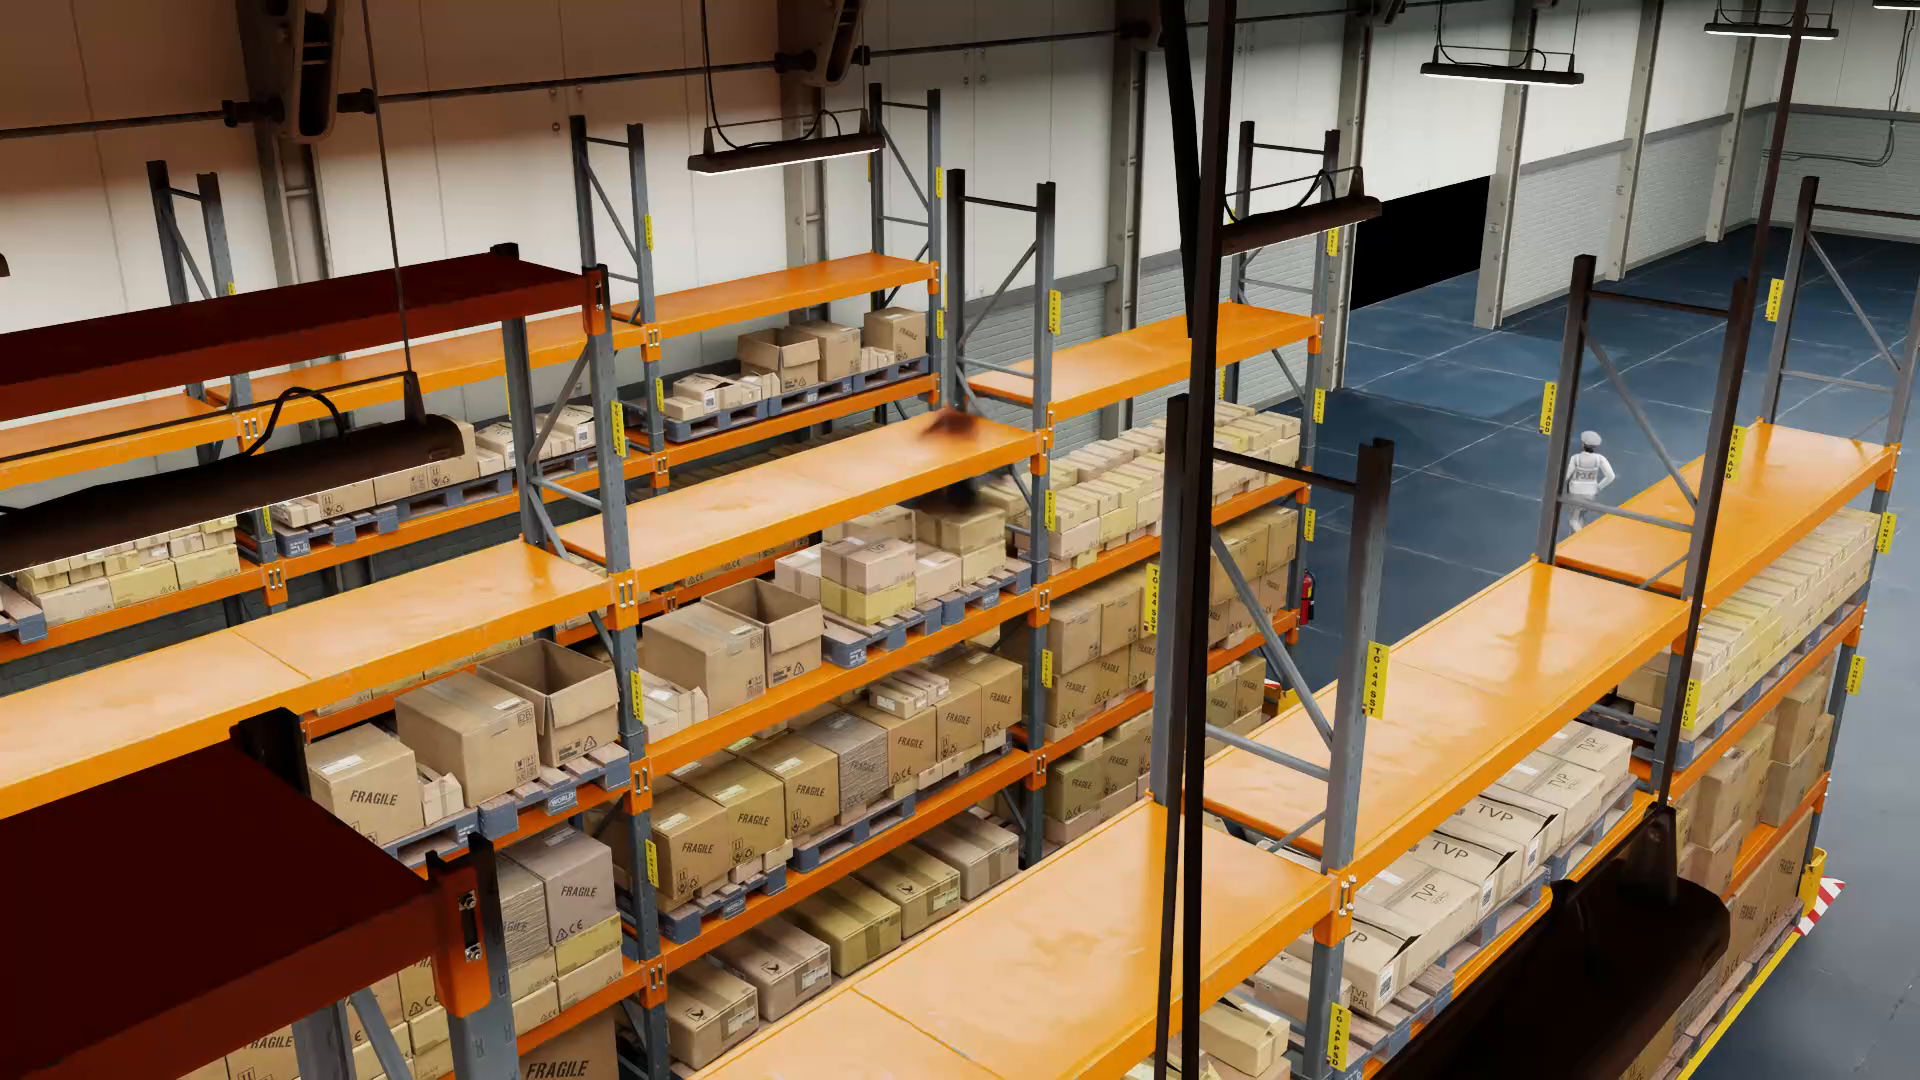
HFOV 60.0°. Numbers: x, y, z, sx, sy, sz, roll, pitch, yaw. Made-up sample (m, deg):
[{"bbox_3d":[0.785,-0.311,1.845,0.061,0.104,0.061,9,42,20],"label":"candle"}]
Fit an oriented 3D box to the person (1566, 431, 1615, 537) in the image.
[{"bbox_3d":[7.913,-0.552,21.131,0.618,1.701,0.893,0,21,0],"label":"person"}]
